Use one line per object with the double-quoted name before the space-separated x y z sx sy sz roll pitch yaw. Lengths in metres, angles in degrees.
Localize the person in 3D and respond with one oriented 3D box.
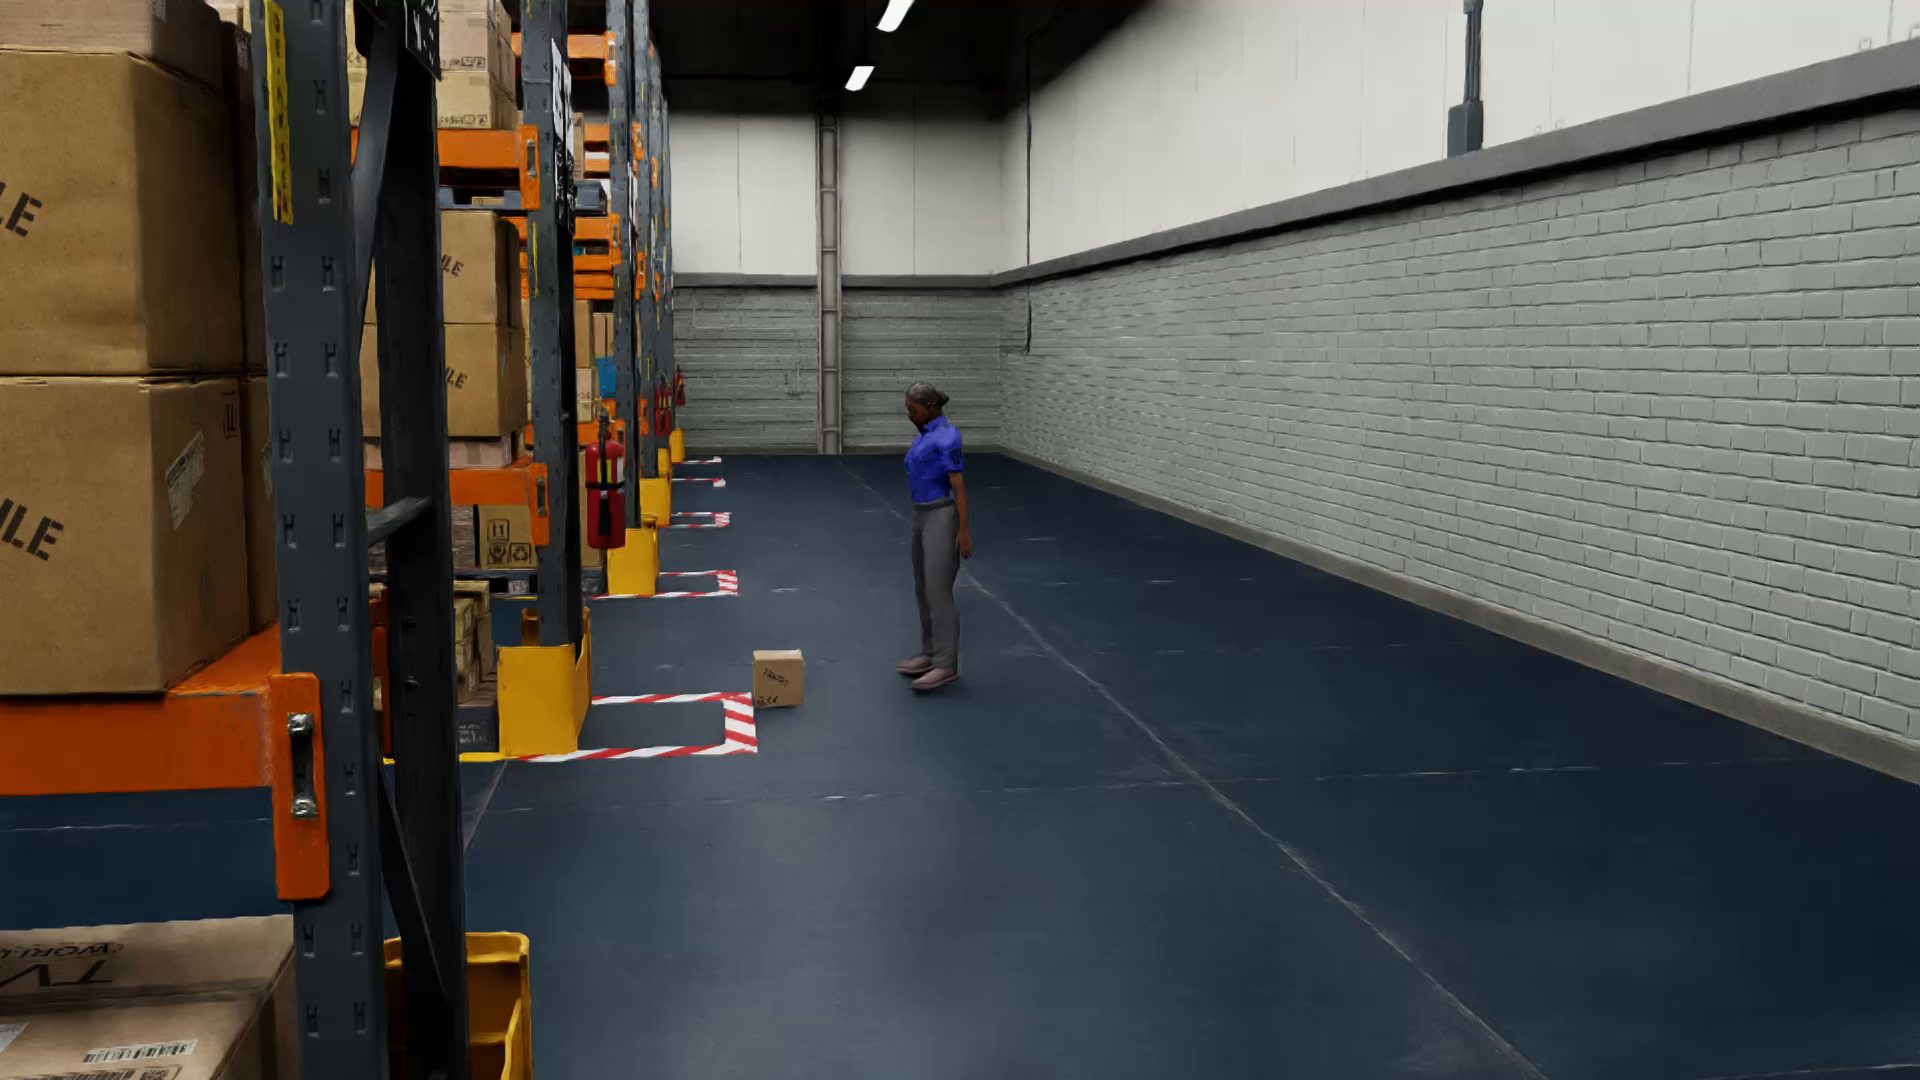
"person" -0.172 -0.043 9.115 0.426 1.647 0.649 -3 7 -23
